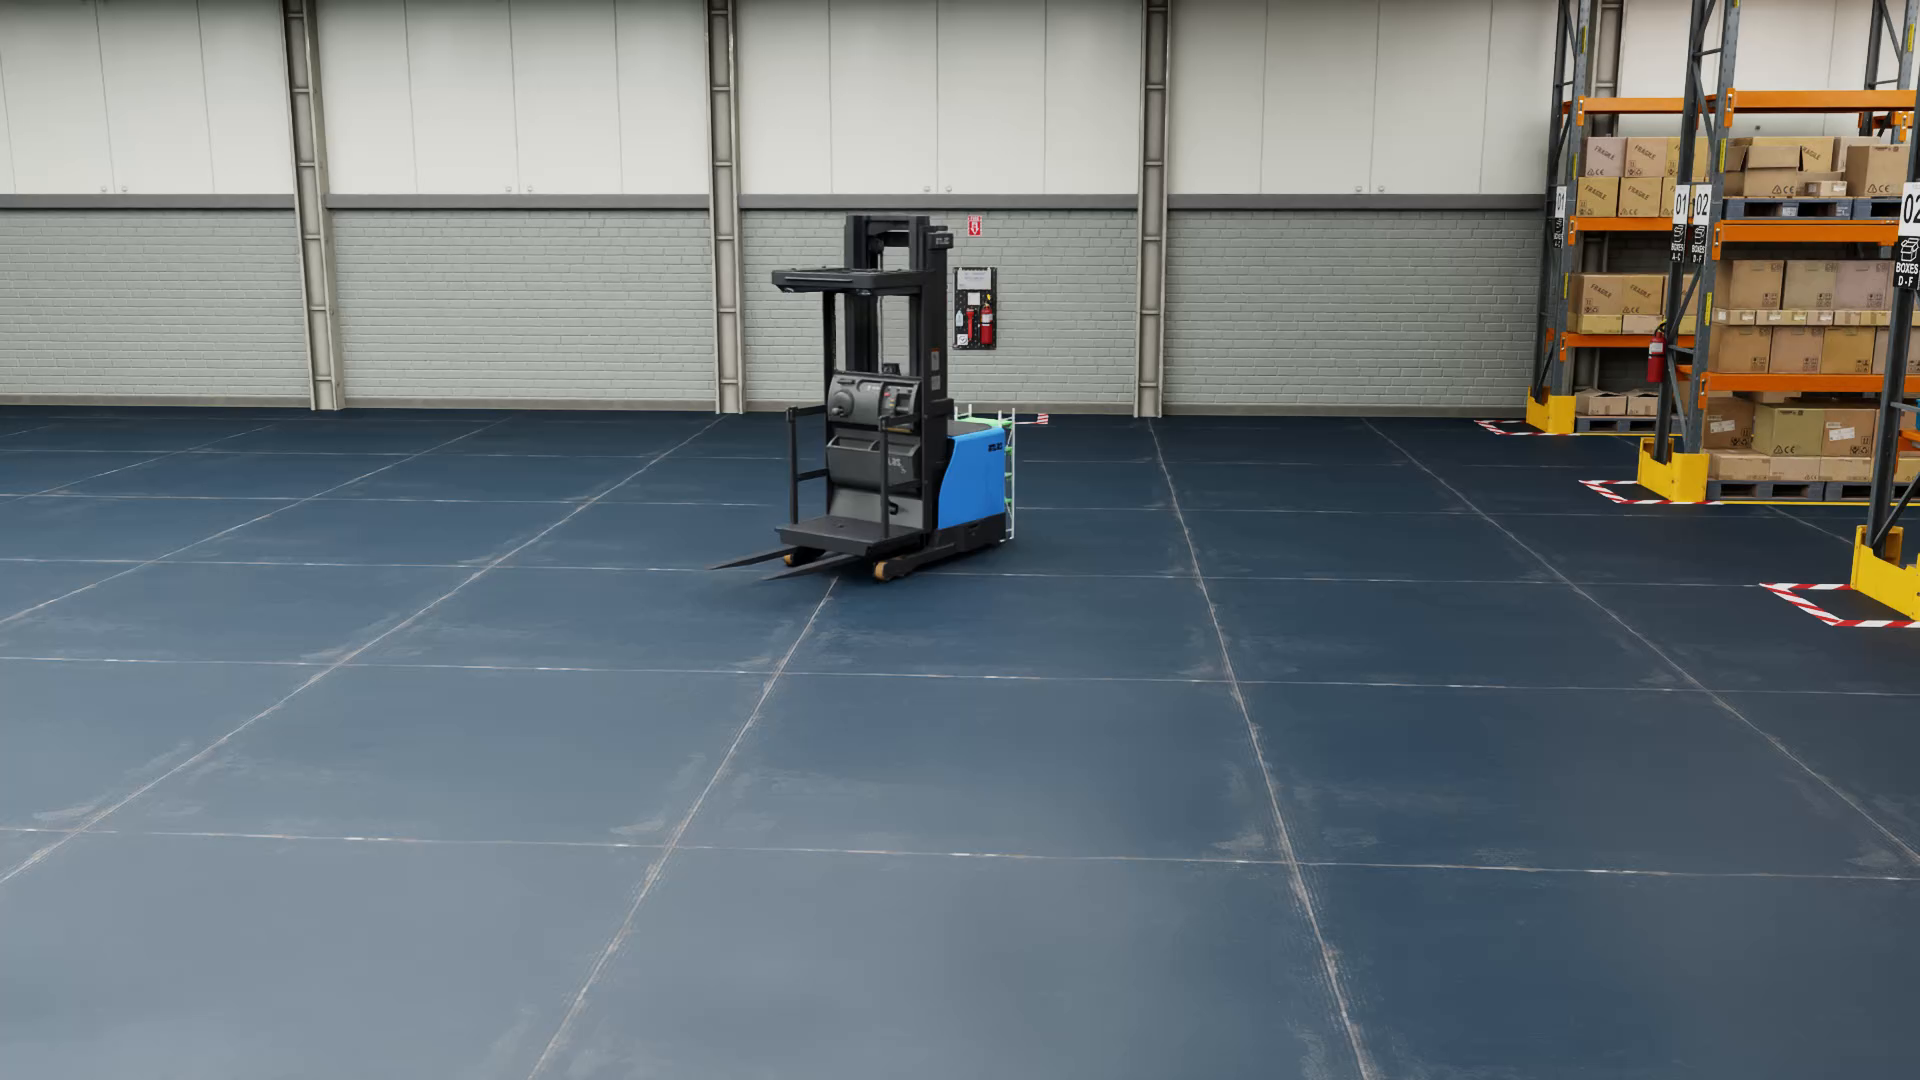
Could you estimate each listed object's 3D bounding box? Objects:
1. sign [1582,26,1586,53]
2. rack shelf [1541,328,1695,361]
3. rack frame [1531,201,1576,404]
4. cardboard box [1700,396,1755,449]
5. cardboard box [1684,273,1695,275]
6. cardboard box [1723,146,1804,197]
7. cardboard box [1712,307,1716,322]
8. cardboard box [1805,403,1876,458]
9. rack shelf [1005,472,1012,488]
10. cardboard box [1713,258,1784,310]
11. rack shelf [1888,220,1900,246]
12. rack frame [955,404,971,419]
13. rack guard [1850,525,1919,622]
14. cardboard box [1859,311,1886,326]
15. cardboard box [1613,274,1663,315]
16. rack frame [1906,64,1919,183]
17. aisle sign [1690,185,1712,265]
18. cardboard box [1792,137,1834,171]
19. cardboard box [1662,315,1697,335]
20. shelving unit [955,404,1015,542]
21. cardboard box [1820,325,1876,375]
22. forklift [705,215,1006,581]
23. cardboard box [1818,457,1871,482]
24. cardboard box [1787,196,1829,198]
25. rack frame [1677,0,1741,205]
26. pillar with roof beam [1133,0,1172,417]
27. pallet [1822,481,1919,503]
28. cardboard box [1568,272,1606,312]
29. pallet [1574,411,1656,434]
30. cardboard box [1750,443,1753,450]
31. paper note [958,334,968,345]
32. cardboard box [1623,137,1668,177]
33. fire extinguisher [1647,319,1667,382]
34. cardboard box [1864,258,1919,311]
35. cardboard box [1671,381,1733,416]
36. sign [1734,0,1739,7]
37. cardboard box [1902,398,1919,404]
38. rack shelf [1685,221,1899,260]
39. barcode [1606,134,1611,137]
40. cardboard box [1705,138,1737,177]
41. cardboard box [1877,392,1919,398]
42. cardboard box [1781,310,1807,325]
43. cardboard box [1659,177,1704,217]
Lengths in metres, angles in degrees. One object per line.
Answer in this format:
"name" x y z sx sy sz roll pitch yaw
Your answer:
"sign" 7.867 -6.311 20.968 0.005 0.325 0.100 1 12 4
"rack shelf" 9.899 -2.610 22.159 4.000 0.370 1.077 1 12 4
"rack frame" 7.903 -2.990 22.216 0.127 3.000 1.000 1 12 4
"cardboard box" 8.131 -1.258 17.795 0.500 0.500 0.500 1 12 4
"cardboard box" 9.908 -3.308 22.224 0.500 0.500 0.500 1 12 5
"cardboard box" 8.149 -3.762 16.961 0.637 0.503 0.797 2 12 8
"cardboard box" 7.970 -2.378 17.462 0.250 0.149 0.380 1 12 3
"cardboard box" 9.095 -1.141 17.236 0.500 0.500 0.500 1 12 4
"rack shelf" 0.225 -0.556 15.291 0.480 0.148 0.258 8 15 35
"cardboard box" 8.093 -2.652 17.188 0.500 0.500 0.700 1 12 4
"rack shelf" 13.890 -4.024 21.590 4.000 0.370 1.077 1 12 4
"rack frame" 0.028 -0.648 15.419 0.015 1.200 0.240 8 15 35
"rack guard" 7.320 0.249 12.837 0.348 0.500 1.175 1 12 4
"cardboard box" 9.238 -2.277 16.983 0.250 0.149 0.380 1 12 3
"cardboard box" 8.852 -3.216 21.785 0.500 0.500 0.500 1 12 4
"rack frame" 7.241 -3.902 11.926 0.127 3.000 1.000 1 12 4
"aisle sign" 7.490 -3.188 16.816 0.004 0.787 0.394 1 12 4
"cardboard box" 10.826 -4.908 21.326 0.500 0.500 0.500 1 12 7
"cardboard box" 9.396 -2.842 21.828 0.500 0.250 0.500 1 12 3
"shelving unit" 0.225 -0.619 15.278 0.503 1.200 0.258 8 15 35
"cardboard box" 9.060 -2.003 17.256 0.500 0.500 0.700 1 12 4
"forklift" -0.856 -1.206 13.858 1.130 2.935 3.031 8 15 35
"cardboard box" 9.094 -0.771 17.301 0.500 0.250 0.500 1 12 4
"cardboard box" 10.870 -4.428 21.472 0.500 0.500 0.500 0 12 -1
"rack frame" 7.576 -4.914 16.763 0.127 3.000 1.000 1 12 4
"pillar with roof beam" 2.385 -5.296 18.588 0.400 9.000 9.100 1 12 4
"pallet" 9.556 -0.594 17.571 1.213 0.211 1.003 1 12 4
"cardboard box" 8.388 -3.330 22.329 0.500 0.500 0.500 1 12 3
"pallet" 8.787 -1.605 22.409 1.213 0.211 1.003 1 12 4
"cardboard box" 8.630 -0.886 17.849 0.500 0.250 0.500 1 12 4
"paper note" 0.037 -2.866 23.775 0.142 0.148 0.016 1 12 4
"cardboard box" 8.768 -4.934 21.449 0.500 0.500 0.500 1 12 3
"fire extinguisher" 7.489 -2.036 17.847 0.183 0.674 0.296 1 12 4
"cardboard box" 9.621 -2.632 17.094 0.500 0.500 0.700 1 12 4
"cardboard box" 9.885 -1.925 22.159 0.500 0.500 0.700 0 12 0
"sign" 7.532 -5.335 16.110 0.005 0.325 0.100 1 12 4
"cardboard box" 10.127 -1.233 17.679 0.500 0.500 0.500 1 12 4
"rack shelf" 9.571 -3.066 17.013 4.000 0.370 1.077 1 12 4
"barcode" 8.645 -5.382 22.176 0.075 0.075 0.001 1 12 4
"cardboard box" 9.888 -5.029 21.902 0.500 0.500 0.500 1 12 4
"cardboard box" 12.630 -1.920 22.133 0.500 0.500 0.700 1 12 6
"cardboard box" 8.465 -2.288 17.033 0.250 0.149 0.380 1 12 4
"cardboard box" 9.272 -4.440 21.530 0.500 0.500 0.500 1 12 6
